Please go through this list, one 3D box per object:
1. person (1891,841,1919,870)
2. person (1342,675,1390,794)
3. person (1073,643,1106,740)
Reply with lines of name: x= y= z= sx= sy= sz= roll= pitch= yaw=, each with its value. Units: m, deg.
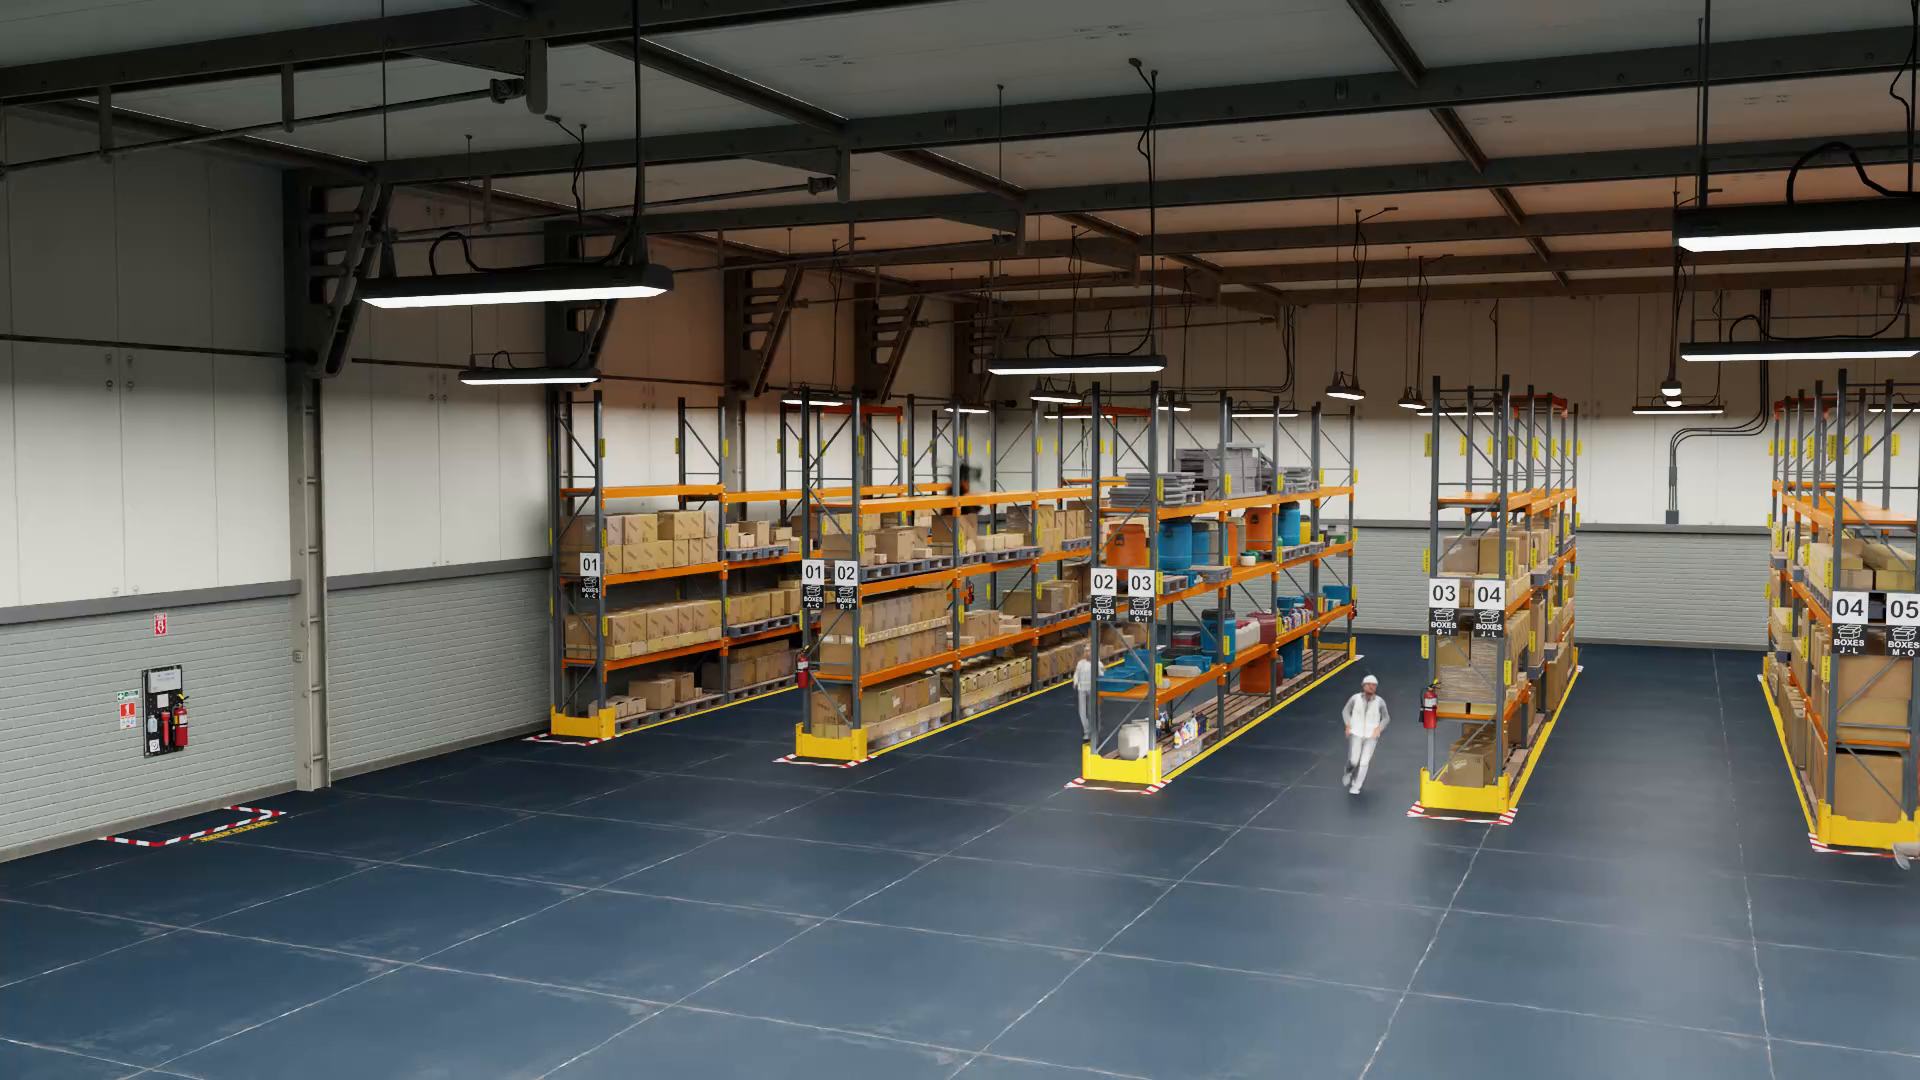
person: x=11.060 y=3.143 z=18.741 sx=0.640 sy=1.726 sz=1.046 roll=-1 pitch=3 yaw=-23
person: x=5.882 y=2.815 z=24.082 sx=0.668 sy=1.727 sz=0.561 roll=1 pitch=3 yaw=11
person: x=2.205 y=2.589 z=28.501 sx=0.612 sy=1.648 sz=0.571 roll=1 pitch=3 yaw=24
